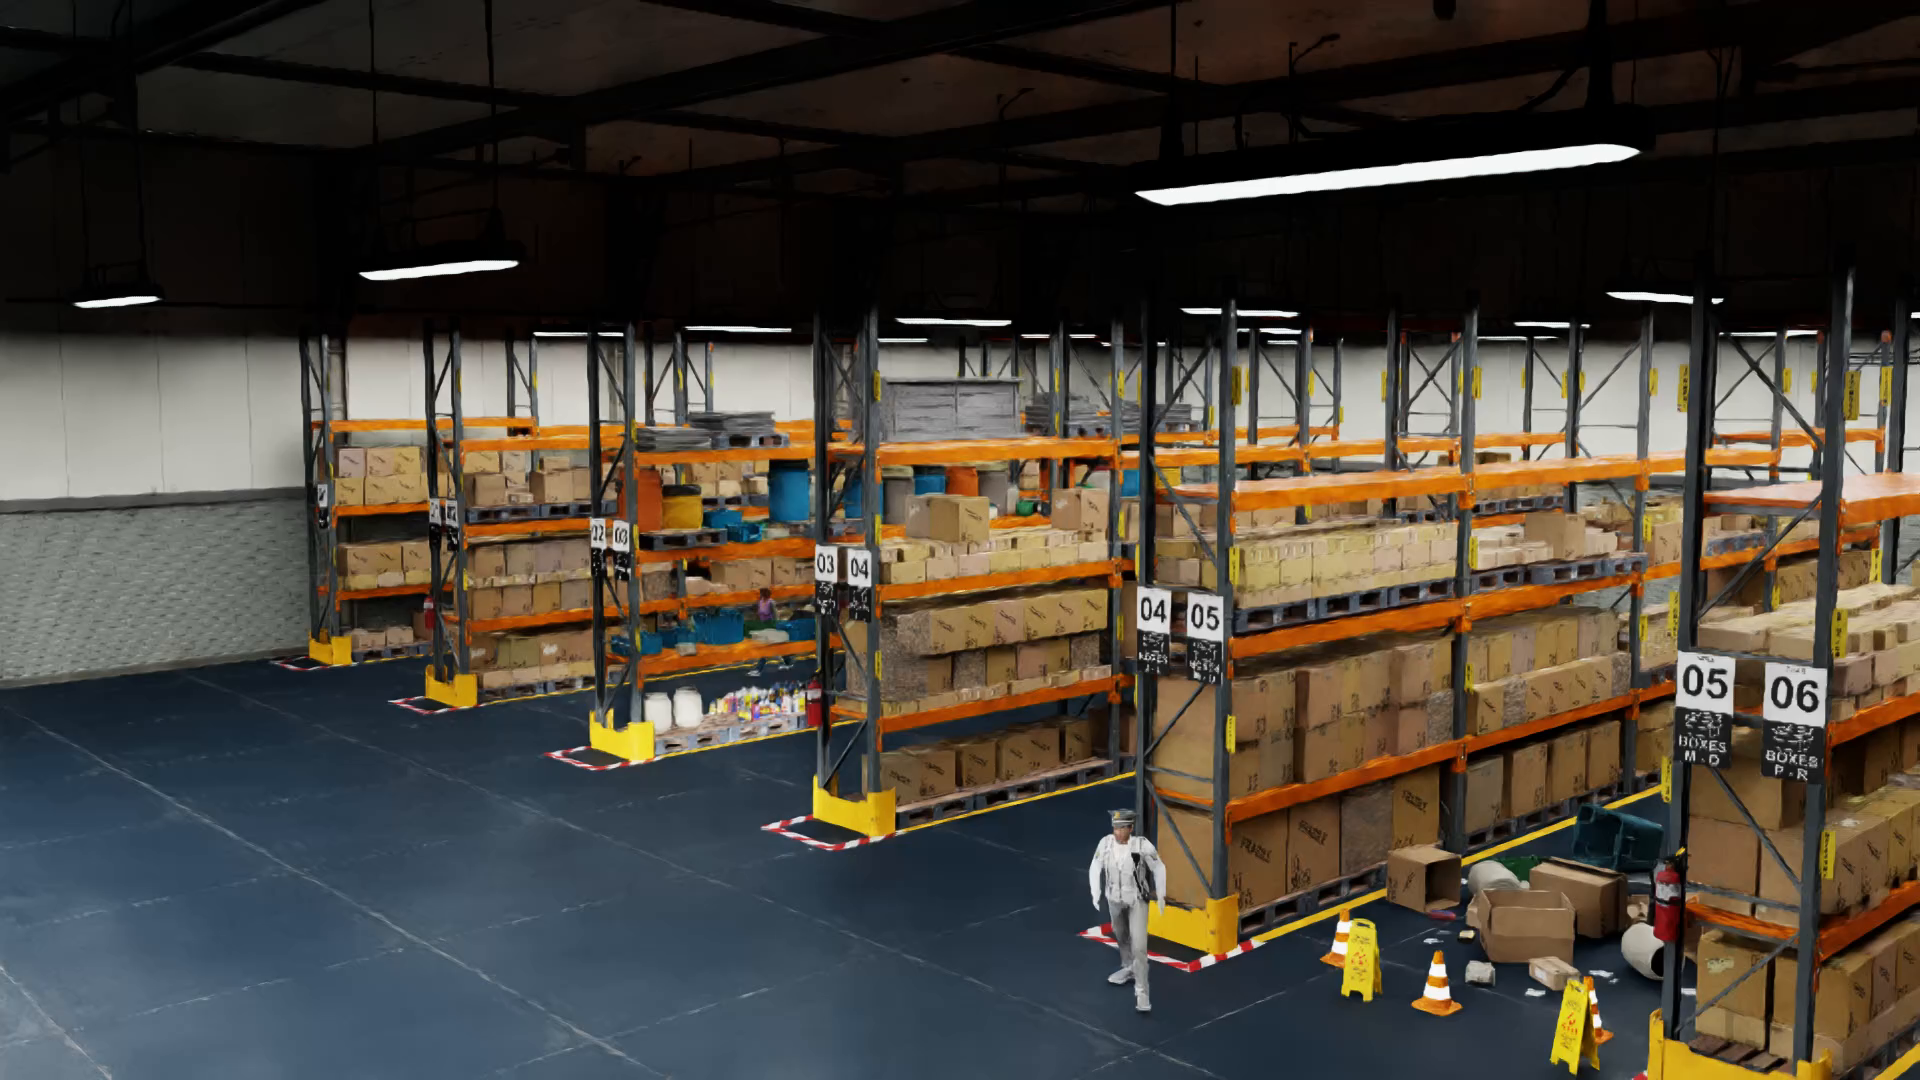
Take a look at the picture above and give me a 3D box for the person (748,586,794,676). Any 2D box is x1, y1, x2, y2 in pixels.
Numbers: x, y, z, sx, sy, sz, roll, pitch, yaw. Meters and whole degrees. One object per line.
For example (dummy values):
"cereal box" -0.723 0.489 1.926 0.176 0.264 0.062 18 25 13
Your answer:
"person" -3.269 1.527 28.433 1.037 1.517 0.417 -5 8 -40

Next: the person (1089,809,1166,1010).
"person" 1.408 2.973 13.740 0.643 1.612 0.794 3 7 29
